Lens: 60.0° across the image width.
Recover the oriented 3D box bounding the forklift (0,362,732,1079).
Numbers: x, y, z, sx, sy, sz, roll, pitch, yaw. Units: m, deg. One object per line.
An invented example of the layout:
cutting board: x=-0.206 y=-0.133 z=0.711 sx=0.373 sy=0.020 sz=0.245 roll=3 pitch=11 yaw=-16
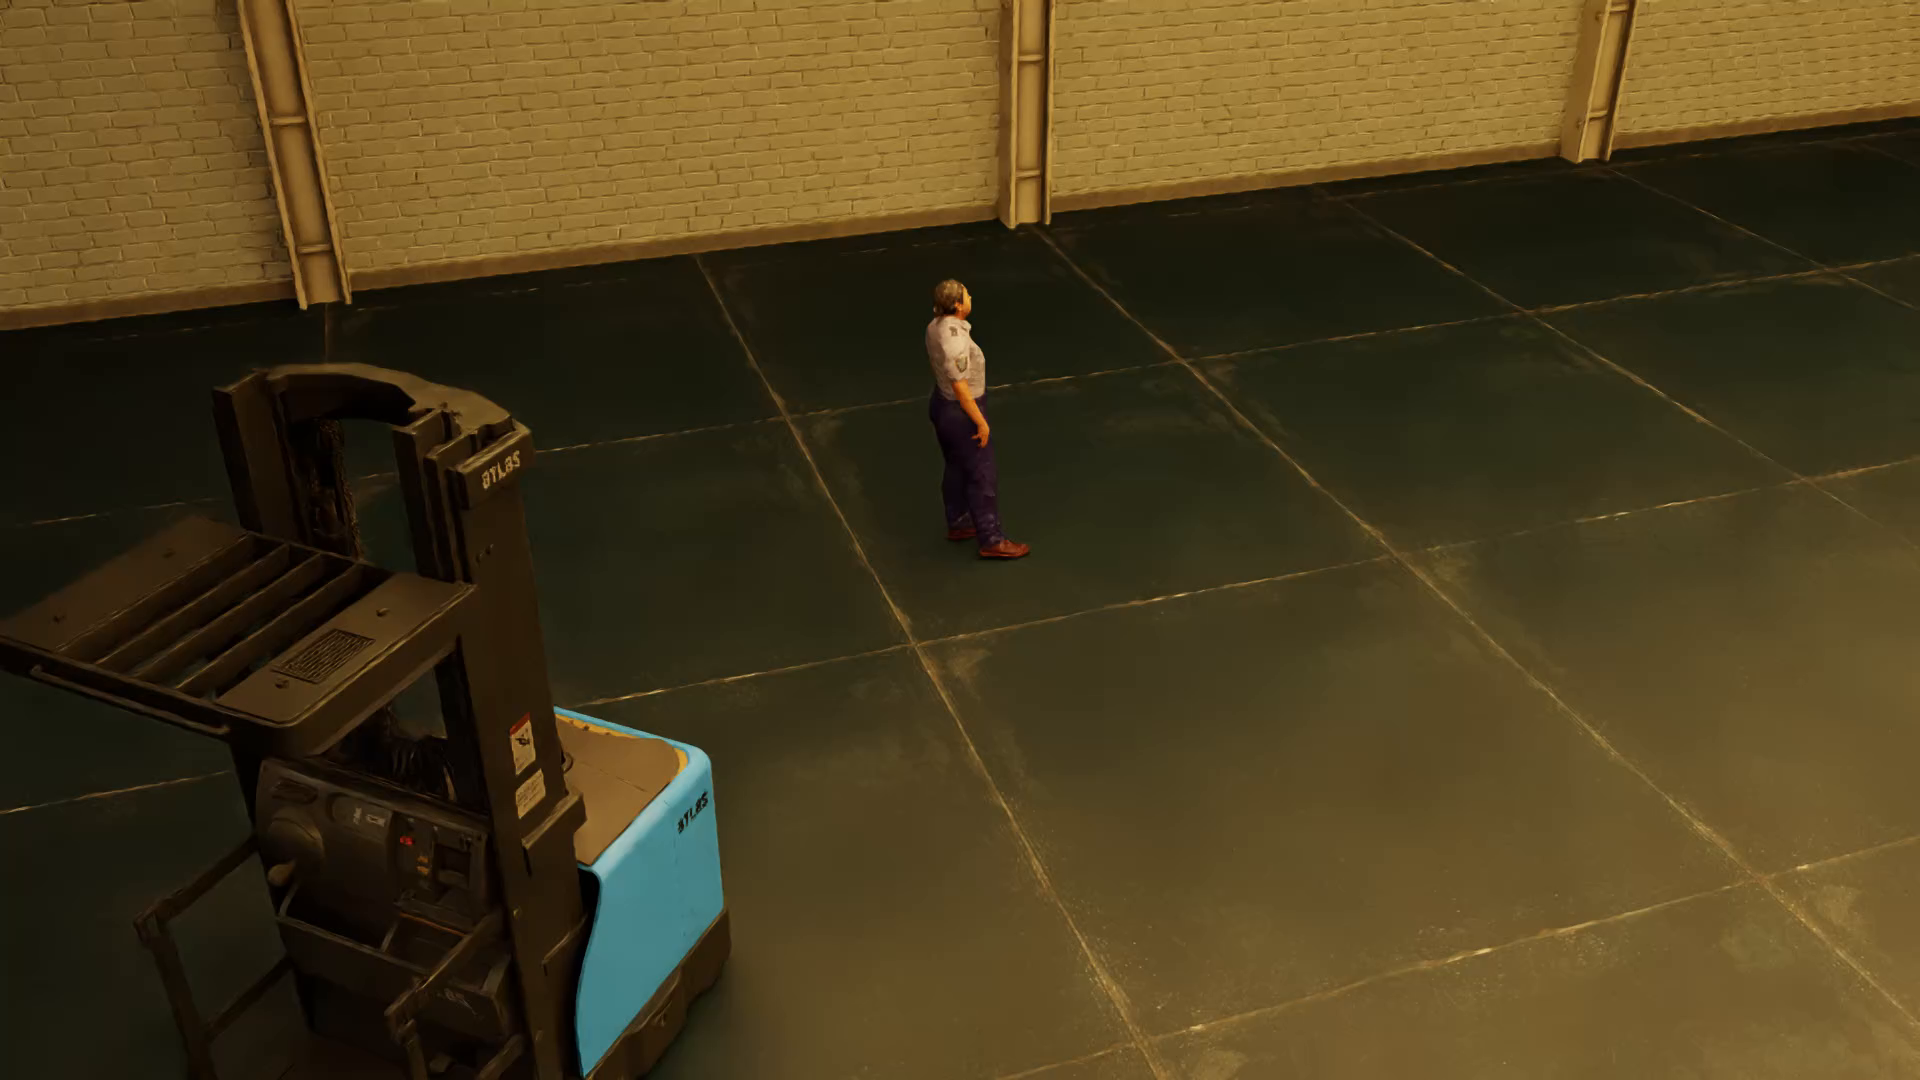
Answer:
forklift: x=-2.011 y=1.050 z=5.262 sx=1.130 sy=2.935 sz=3.031 roll=12 pitch=32 yaw=21

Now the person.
person: x=0.092 y=-0.724 z=9.618 sx=0.502 sy=1.650 sz=0.599 roll=-10 pitch=31 yaw=-16
